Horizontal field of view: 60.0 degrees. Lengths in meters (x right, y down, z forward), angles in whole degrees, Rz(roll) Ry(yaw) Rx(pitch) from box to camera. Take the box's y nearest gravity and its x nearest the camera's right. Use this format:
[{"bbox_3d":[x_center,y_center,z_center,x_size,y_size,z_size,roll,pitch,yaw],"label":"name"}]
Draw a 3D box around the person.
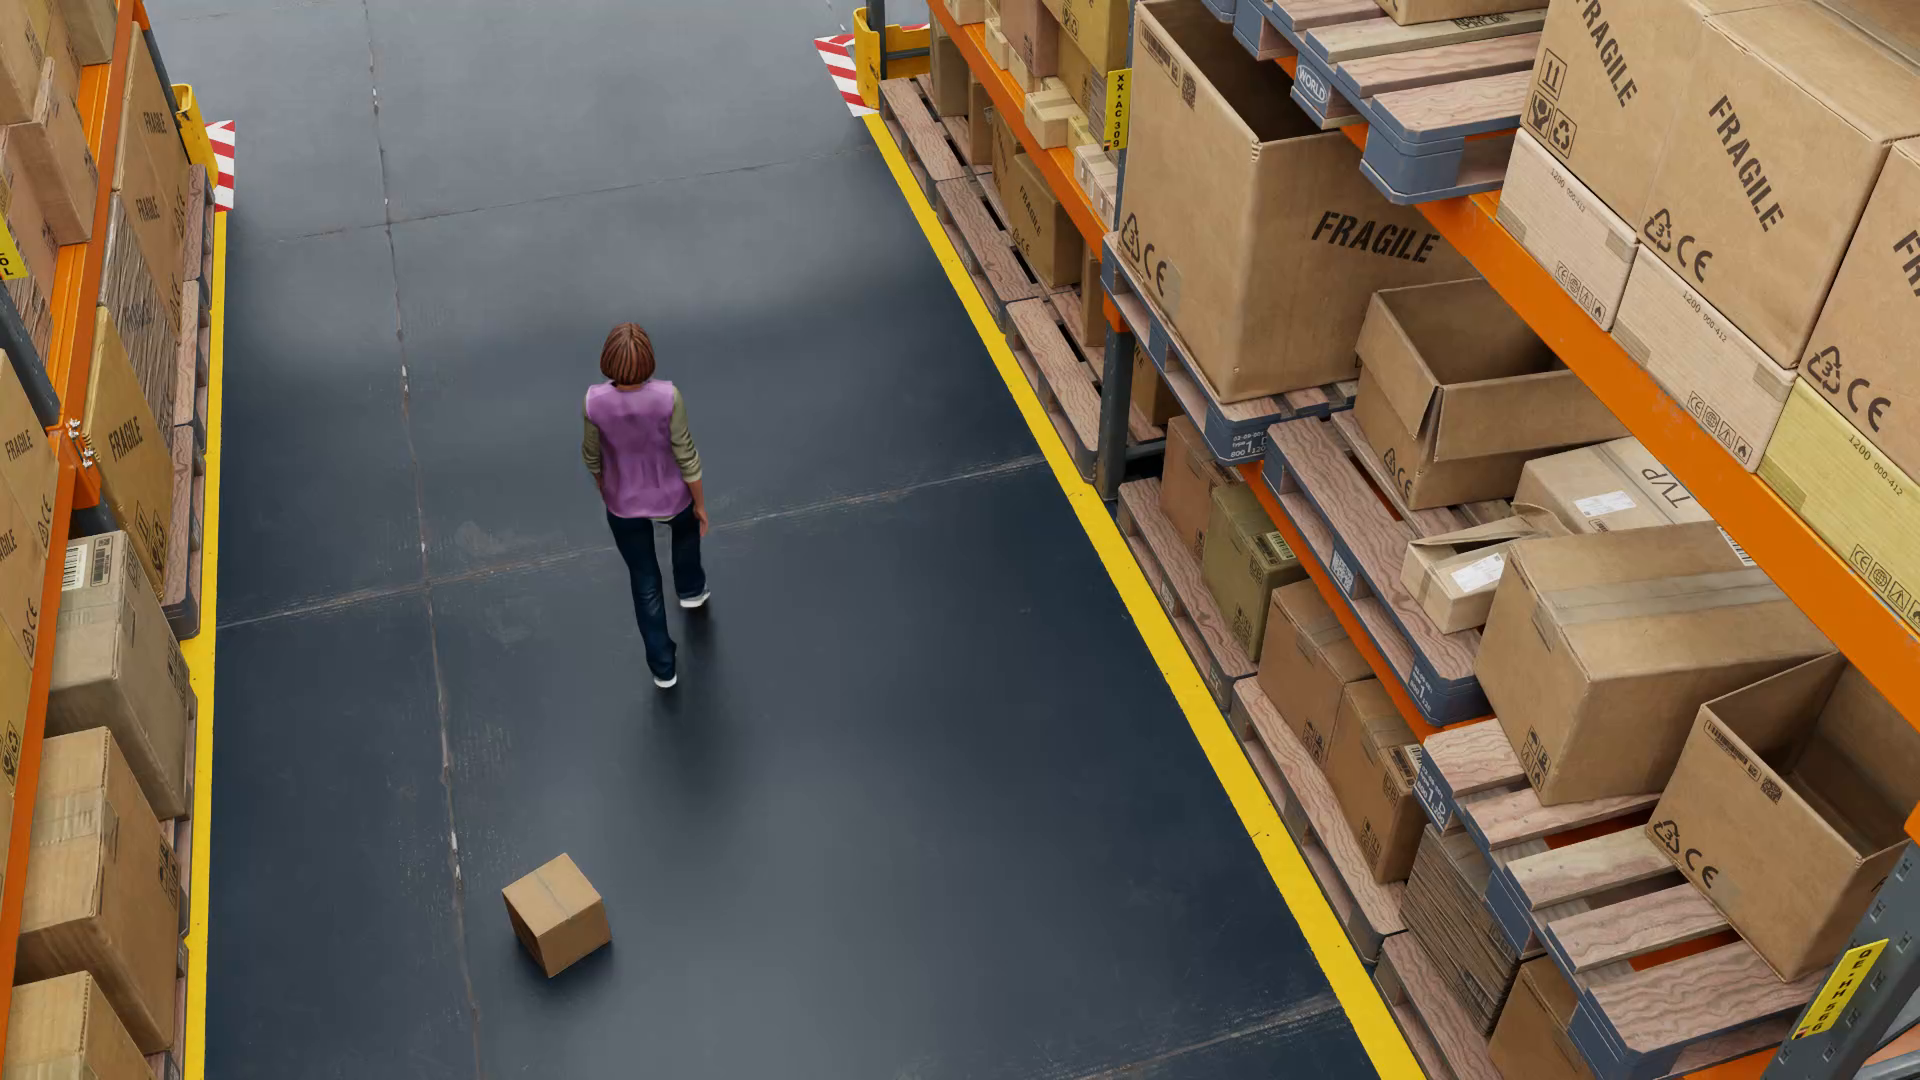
[{"bbox_3d":[-1.189,-0.161,6.356,0.439,1.635,0.680,-5,43,-6],"label":"person"}]
